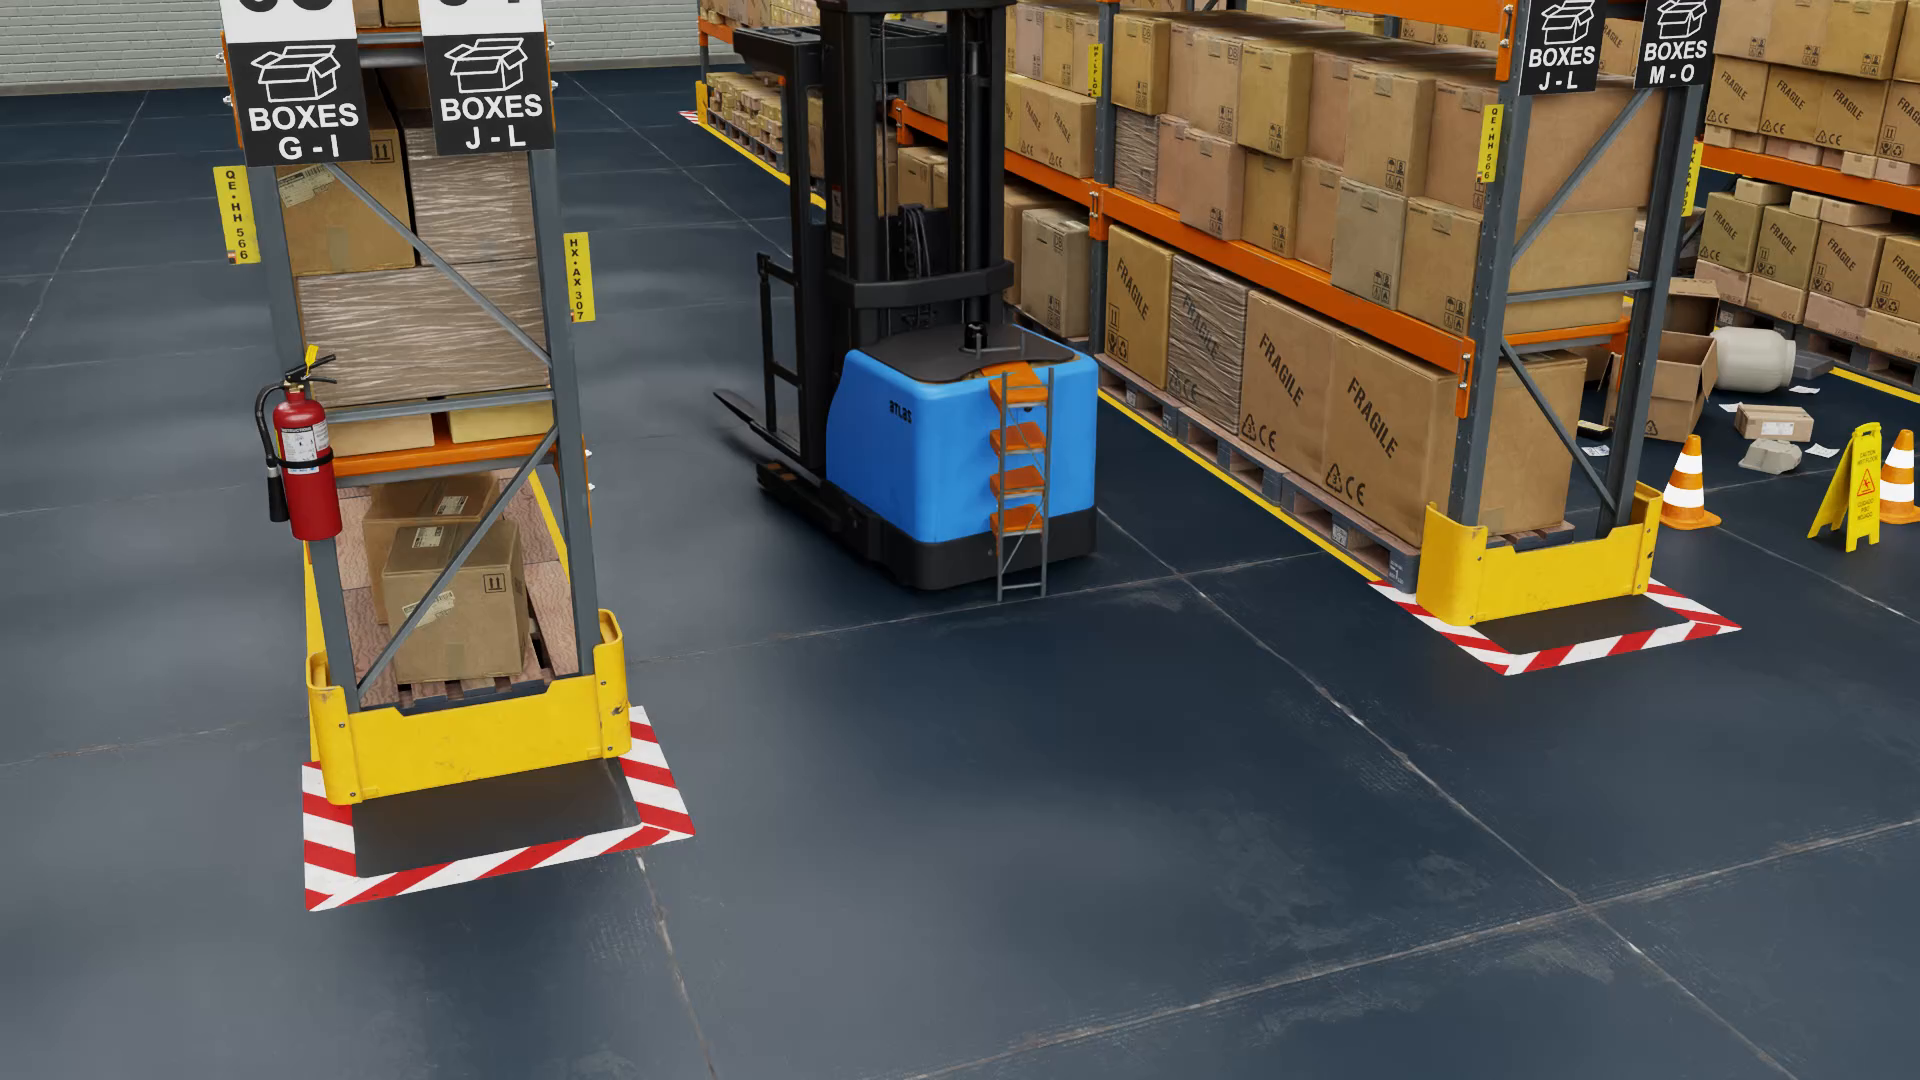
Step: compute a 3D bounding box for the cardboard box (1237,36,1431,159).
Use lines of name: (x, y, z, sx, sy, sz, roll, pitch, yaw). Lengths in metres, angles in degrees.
cardboard box: (2.026, -2.412, 9.027, 0.875, 0.550, 0.500, -8, 24, -19)

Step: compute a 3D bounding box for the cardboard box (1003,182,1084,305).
cardboard box: (0.728, -2.295, 12.690, 1.050, 0.750, 0.750, -8, 24, -19)

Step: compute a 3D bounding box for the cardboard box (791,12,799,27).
cardboard box: (-1.471, -5.208, 16.643, 0.380, 0.149, 0.250, -9, 25, -21)

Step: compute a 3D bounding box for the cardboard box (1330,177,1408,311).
cardboard box: (2.393, -1.516, 8.291, 0.875, 0.550, 0.550, -8, 24, -19)

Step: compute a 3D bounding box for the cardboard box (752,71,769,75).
cardboard box: (-2.447, -5.931, 21.323, 0.380, 0.149, 0.250, -8, 24, -18)

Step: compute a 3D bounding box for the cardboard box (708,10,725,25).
cardboard box: (-2.889, -6.464, 20.548, 0.380, 0.149, 0.250, -9, 24, -20)

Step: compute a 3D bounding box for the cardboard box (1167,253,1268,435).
cardboard box: (1.847, -1.224, 9.986, 0.875, 0.875, 0.875, -8, 24, -19)

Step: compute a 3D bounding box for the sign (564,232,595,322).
sign: (-1.387, -0.951, 6.029, 0.100, 0.325, 0.005, -8, 24, -19)

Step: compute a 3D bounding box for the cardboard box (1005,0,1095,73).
cardboard box: (0.649, -3.815, 12.523, 0.700, 0.500, 0.500, -9, 24, -20)

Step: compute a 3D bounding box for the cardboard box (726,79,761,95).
cardboard box: (-2.659, -5.580, 20.491, 0.380, 0.149, 0.250, -10, 25, -22)

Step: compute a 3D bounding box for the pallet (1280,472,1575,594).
pallet: (2.426, -0.116, 8.753, 1.003, 0.211, 1.213, -8, 24, -19)

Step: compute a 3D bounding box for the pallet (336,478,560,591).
pallet: (-2.602, 0.038, 8.389, 1.003, 0.211, 1.213, -8, 24, -19)

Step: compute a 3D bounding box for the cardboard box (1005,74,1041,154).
cardboard box: (0.577, -3.141, 12.210, 0.500, 0.500, 0.500, -8, 24, -18)

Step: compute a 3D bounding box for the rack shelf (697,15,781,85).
rack shelf: (-2.164, -5.876, 19.756, 1.077, 0.370, 4.000, -8, 24, -19)

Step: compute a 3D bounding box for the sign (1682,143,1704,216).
sign: (3.303, -1.630, 7.539, 0.100, 0.325, 0.005, -8, 24, -19)

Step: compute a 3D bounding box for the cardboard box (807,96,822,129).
cardboard box: (-1.253, -4.370, 16.969, 0.500, 0.250, 0.500, -8, 24, -18)

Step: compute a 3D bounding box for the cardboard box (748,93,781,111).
cardboard box: (-2.250, -5.096, 19.343, 0.380, 0.149, 0.250, -10, 25, -22)

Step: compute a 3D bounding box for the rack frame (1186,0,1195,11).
rack frame: (3.138, -6.197, 19.591, 1.000, 3.000, 0.127, -8, 24, -19)

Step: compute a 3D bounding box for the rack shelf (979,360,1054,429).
rack shelf: (0.249, -0.696, 7.819, 0.258, 0.148, 0.480, -6, 28, -12)

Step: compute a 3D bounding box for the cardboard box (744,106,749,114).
cardboard box: (-2.406, -5.257, 20.109, 0.380, 0.149, 0.250, -7, 24, -16)

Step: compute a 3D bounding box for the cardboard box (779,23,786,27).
cardboard box: (-1.645, -5.253, 17.133, 0.380, 0.149, 0.250, -8, 24, -18)

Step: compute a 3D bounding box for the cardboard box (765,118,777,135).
cardboard box: (-1.974, -4.665, 18.704, 0.380, 0.149, 0.250, -10, 25, -22)

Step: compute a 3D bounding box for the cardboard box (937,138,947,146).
cardboard box: (-0.062, -3.699, 15.376, 0.500, 0.250, 0.500, -9, 25, -21)

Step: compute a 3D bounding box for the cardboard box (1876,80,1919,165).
cardboard box: (6.420, -2.731, 10.856, 0.500, 0.500, 0.500, -8, 24, -18)

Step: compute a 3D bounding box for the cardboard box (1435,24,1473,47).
cardboard box: (4.684, -4.737, 15.074, 0.500, 0.500, 0.500, -7, 24, -16)

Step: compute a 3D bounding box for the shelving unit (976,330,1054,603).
shelving unit: (0.245, -0.348, 8.001, 0.258, 1.200, 0.503, -6, 28, -12)

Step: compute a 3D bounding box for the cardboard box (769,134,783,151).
cardboard box: (-1.915, -4.457, 18.592, 0.380, 0.149, 0.250, -8, 24, -18)

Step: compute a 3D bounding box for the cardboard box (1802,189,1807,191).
cardboard box: (6.424, -2.384, 12.578, 0.500, 0.500, 0.500, -9, 24, -20)

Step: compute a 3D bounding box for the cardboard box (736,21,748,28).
cardboard box: (-2.397, -5.995, 19.436, 0.380, 0.149, 0.250, -8, 24, -18)

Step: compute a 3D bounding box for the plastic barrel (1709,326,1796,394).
plastic barrel: (5.231, -1.192, 11.034, 0.512, 0.421, 0.421, 8, 24, 18)

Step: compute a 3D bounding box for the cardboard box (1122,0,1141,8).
cardboard box: (2.356, -6.743, 20.759, 0.500, 0.500, 0.500, -9, 24, -20)

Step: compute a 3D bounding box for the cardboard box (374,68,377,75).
cardboard box: (-2.537, -2.085, 8.037, 0.500, 0.500, 0.500, -8, 24, -19)

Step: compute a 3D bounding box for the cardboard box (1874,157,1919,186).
cardboard box: (6.333, -2.462, 11.053, 0.380, 0.149, 0.250, -8, 24, -19)

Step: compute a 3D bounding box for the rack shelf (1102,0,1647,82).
rack shelf: (2.075, -2.898, 8.829, 1.077, 0.370, 4.000, -8, 24, -19)

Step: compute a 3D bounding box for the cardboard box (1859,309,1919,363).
cardboard box: (6.474, -1.399, 11.206, 0.500, 0.250, 0.500, -9, 25, -21)

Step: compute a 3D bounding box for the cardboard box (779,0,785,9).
cardboard box: (-1.644, -5.526, 17.016, 0.380, 0.149, 0.250, -8, 24, -18)

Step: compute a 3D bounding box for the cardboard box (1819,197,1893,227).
cardboard box: (6.189, -2.272, 11.478, 0.380, 0.149, 0.250, -7, 24, -16)

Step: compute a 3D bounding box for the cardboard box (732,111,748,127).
cardboard box: (-2.548, -5.117, 20.158, 0.380, 0.149, 0.250, -10, 25, -22)

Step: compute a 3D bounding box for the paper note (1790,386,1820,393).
paper note: (5.640, -1.007, 11.100, 0.142, 0.019, 0.148, -18, 29, -37)

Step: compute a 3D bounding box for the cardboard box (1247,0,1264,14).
cardboard box: (3.393, -5.787, 18.168, 0.500, 0.250, 0.500, -8, 24, -18)

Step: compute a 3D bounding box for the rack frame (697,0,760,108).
rack frame: (-2.871, -6.935, 21.341, 1.000, 3.000, 0.127, -8, 24, -19)

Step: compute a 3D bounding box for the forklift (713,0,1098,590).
forklift: (-0.488, -1.638, 8.861, 1.130, 2.935, 3.031, -13, 26, -28)

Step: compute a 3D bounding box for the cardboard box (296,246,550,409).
cardboard box: (-2.063, -0.864, 6.426, 0.875, 0.500, 0.500, -8, 24, -19)

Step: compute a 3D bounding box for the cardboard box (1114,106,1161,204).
cardboard box: (1.510, -2.511, 10.652, 0.875, 0.550, 0.550, -8, 24, -19)

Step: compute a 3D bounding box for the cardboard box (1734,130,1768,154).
cardboard box: (5.913, -2.931, 12.166, 0.380, 0.149, 0.250, -8, 24, -17)

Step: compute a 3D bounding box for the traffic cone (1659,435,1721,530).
traffic cone: (3.922, -0.340, 8.960, 0.336, 0.463, 0.334, -8, 24, -19)

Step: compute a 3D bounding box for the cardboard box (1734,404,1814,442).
cardboard box: (5.024, -0.722, 10.271, 0.380, 0.149, 0.250, 4, 23, 9)

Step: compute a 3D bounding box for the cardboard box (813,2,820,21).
cardboard box: (-1.192, -5.060, 15.909, 0.380, 0.149, 0.250, -8, 24, -17)

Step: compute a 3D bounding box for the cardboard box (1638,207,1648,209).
cardboard box: (5.519, -2.724, 14.193, 0.950, 0.372, 0.625, -7, 24, -16)

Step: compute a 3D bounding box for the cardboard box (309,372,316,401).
cardboard box: (-2.412, -0.611, 6.662, 0.380, 0.149, 0.250, -8, 24, -19)

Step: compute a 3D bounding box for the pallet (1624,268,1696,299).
pallet: (5.687, -2.288, 13.907, 1.003, 0.211, 1.213, -8, 24, -19)

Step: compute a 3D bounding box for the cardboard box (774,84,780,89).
cardboard box: (-2.033, -5.451, 20.186, 0.380, 0.149, 0.250, -9, 25, -21)

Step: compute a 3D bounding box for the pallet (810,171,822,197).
pallet: (-1.181, -3.913, 17.763, 1.003, 0.211, 1.213, -8, 24, -19)

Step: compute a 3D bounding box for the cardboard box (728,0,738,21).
cardboard box: (-2.411, -6.362, 19.470, 0.500, 0.500, 0.500, -9, 24, -20)
